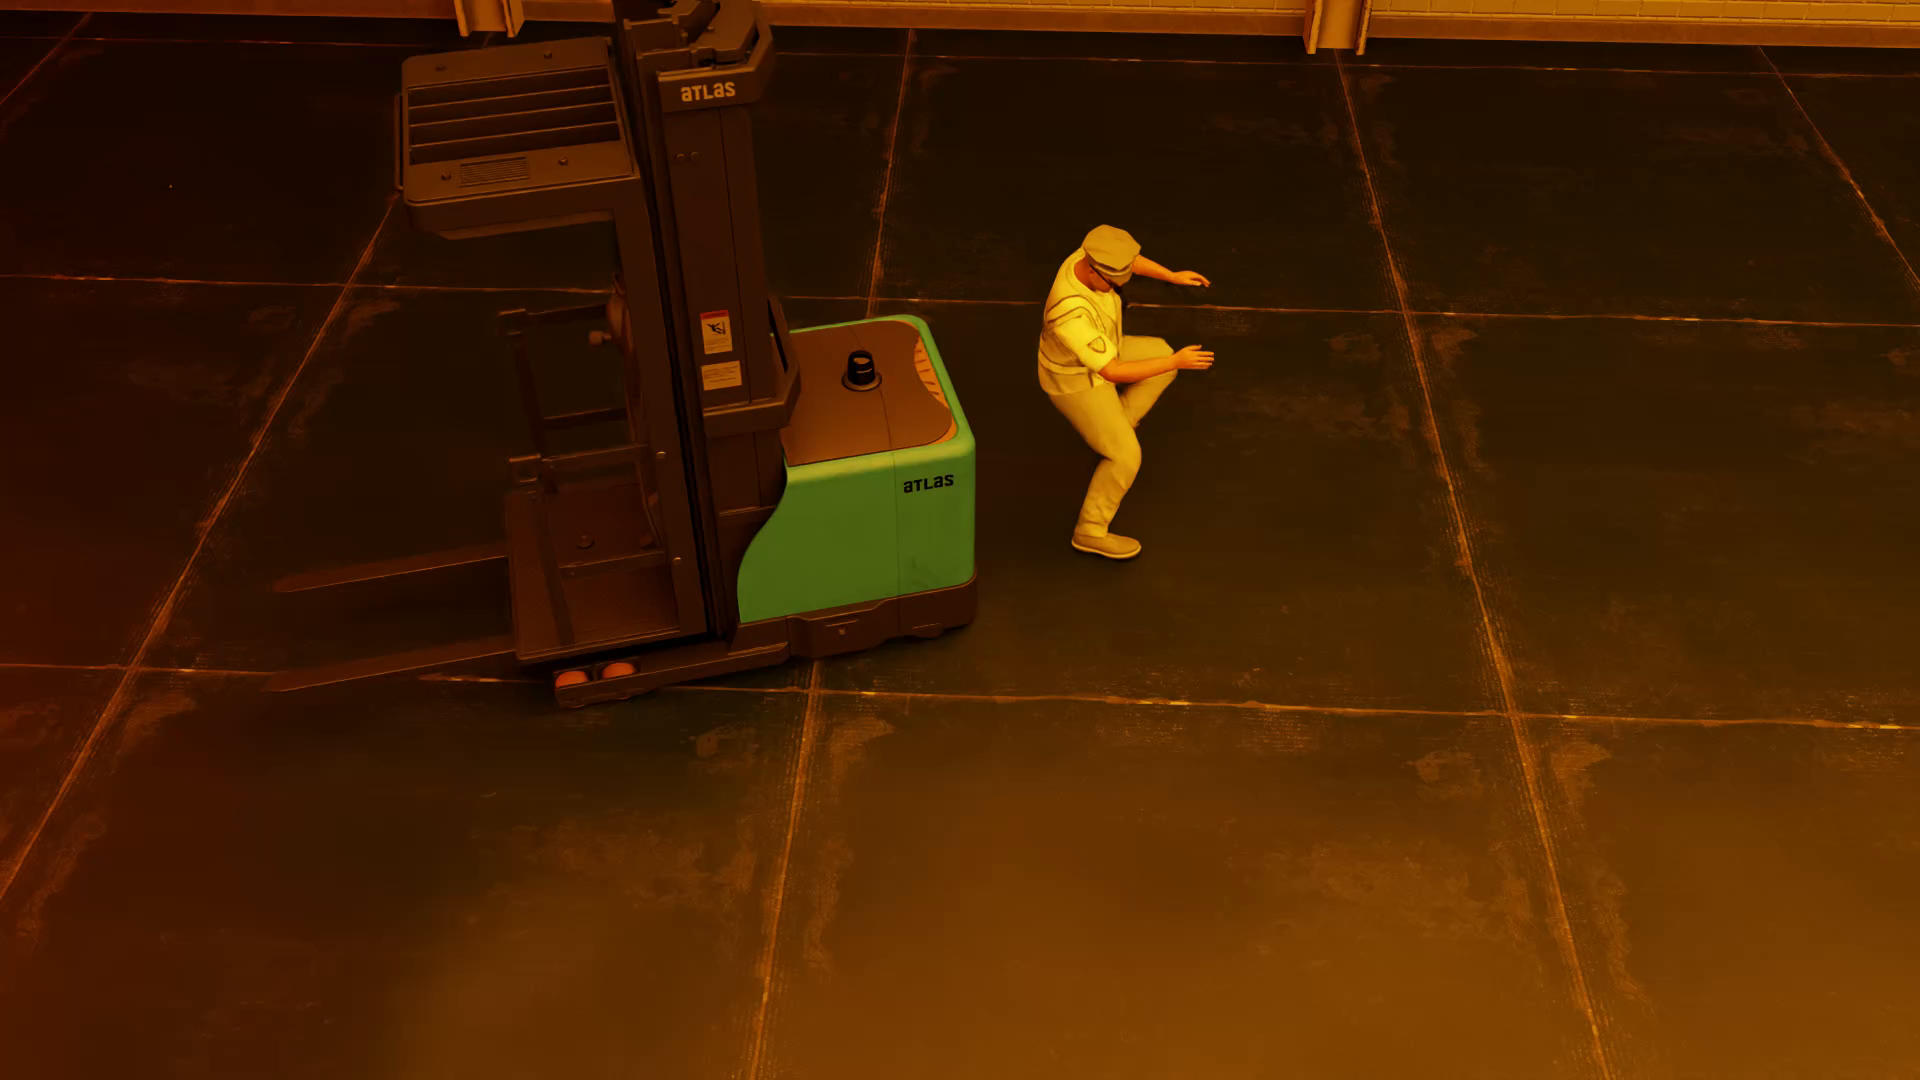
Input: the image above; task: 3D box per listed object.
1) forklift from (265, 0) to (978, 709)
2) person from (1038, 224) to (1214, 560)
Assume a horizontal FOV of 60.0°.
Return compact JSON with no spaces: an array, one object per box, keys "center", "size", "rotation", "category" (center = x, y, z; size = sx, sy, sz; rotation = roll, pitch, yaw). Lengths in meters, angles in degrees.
[{"center":[-1.497,-0.758,6.572],"size":[3.031,2.935,1.130],"rotation":[-10,43,-10],"category":"forklift"},{"center":[0.766,-0.776,7.646],"size":[0.829,1.498,0.916],"rotation":[13,44,14],"category":"person"}]
